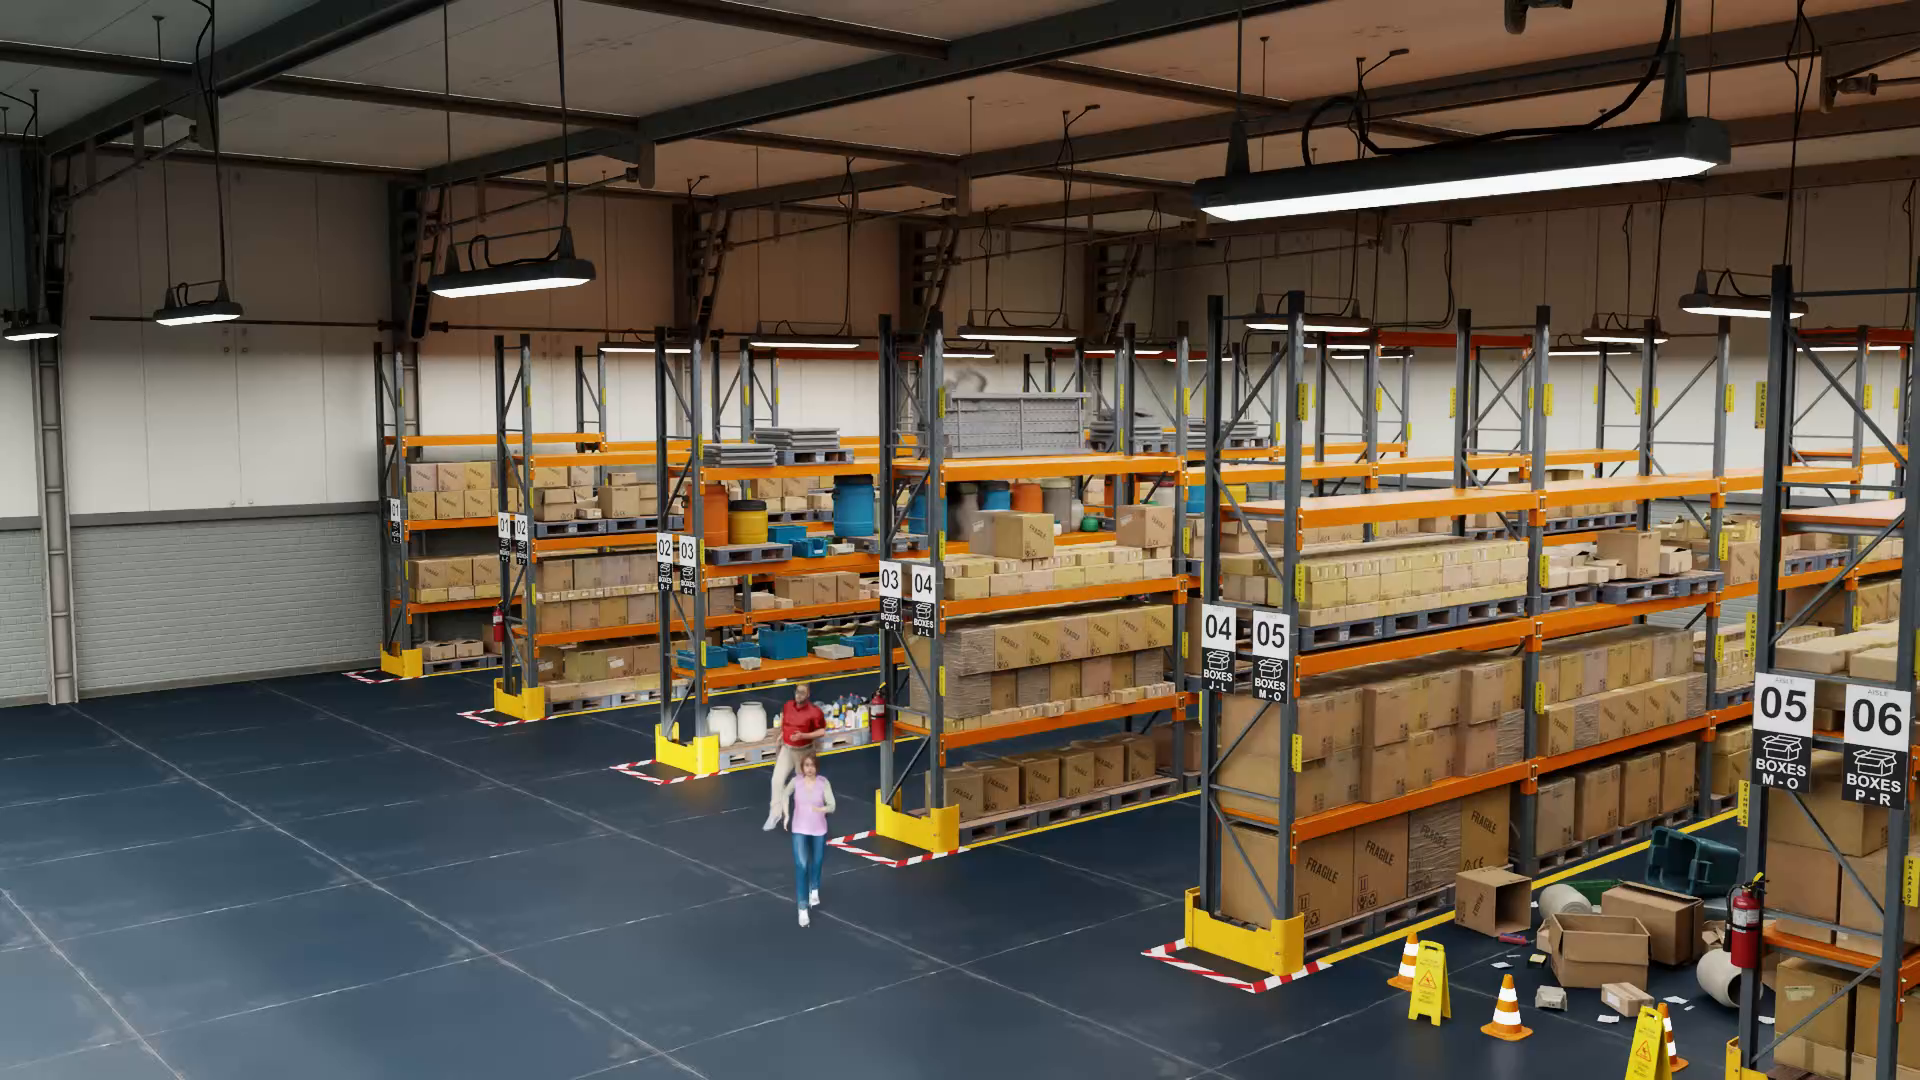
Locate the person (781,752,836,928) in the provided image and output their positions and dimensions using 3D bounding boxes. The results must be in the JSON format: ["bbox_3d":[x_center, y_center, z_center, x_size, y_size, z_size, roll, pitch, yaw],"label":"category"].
[{"bbox_3d":[-1.477,2.881,16.254,0.513,1.641,0.742,-1,5,-10],"label":"person"}]

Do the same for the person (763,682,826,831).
[{"bbox_3d":[-1.885,2.547,19.680,0.689,1.766,0.804,2,6,19],"label":"person"}]
